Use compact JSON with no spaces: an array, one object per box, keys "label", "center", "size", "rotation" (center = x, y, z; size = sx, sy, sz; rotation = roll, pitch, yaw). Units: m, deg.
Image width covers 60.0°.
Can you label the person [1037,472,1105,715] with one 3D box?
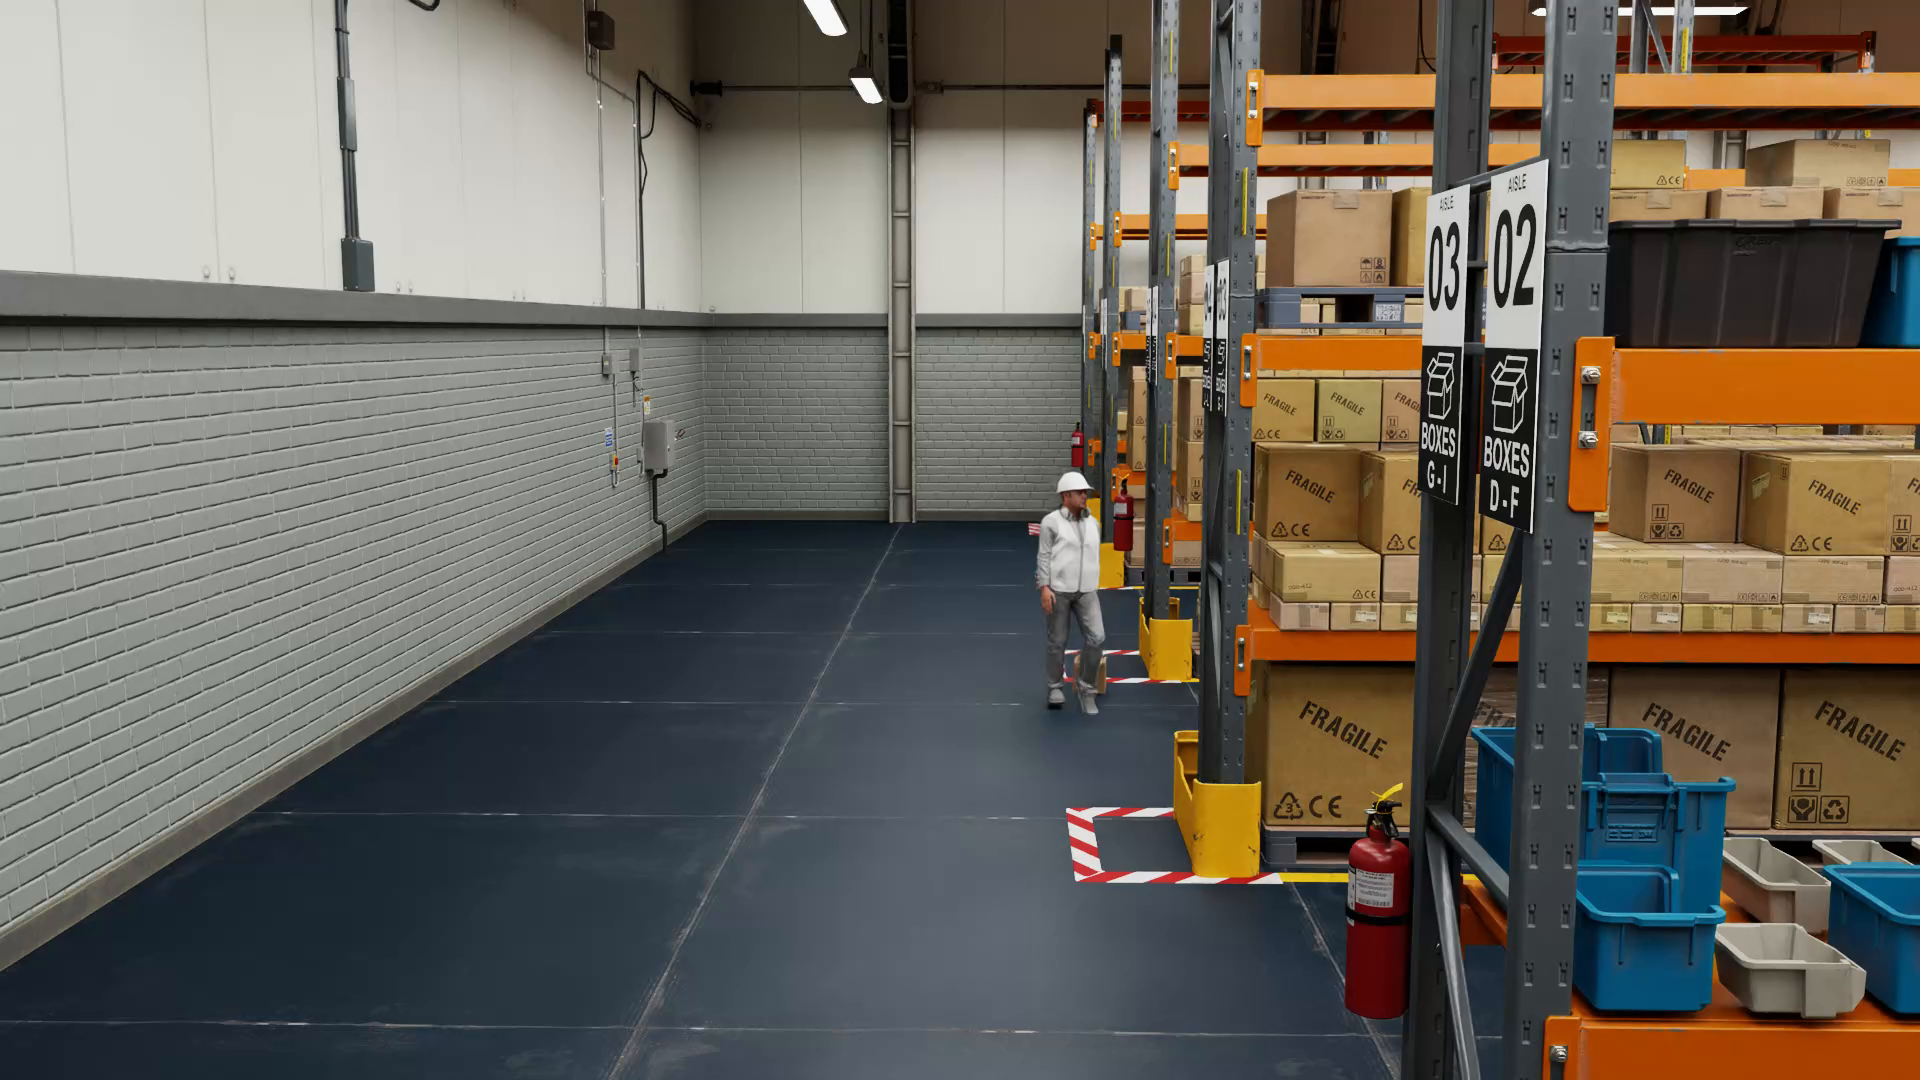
[{"label":"person","center":[0.836,0.417,12.506],"size":[0.575,1.842,0.555],"rotation":[-3,8,-20]}]
